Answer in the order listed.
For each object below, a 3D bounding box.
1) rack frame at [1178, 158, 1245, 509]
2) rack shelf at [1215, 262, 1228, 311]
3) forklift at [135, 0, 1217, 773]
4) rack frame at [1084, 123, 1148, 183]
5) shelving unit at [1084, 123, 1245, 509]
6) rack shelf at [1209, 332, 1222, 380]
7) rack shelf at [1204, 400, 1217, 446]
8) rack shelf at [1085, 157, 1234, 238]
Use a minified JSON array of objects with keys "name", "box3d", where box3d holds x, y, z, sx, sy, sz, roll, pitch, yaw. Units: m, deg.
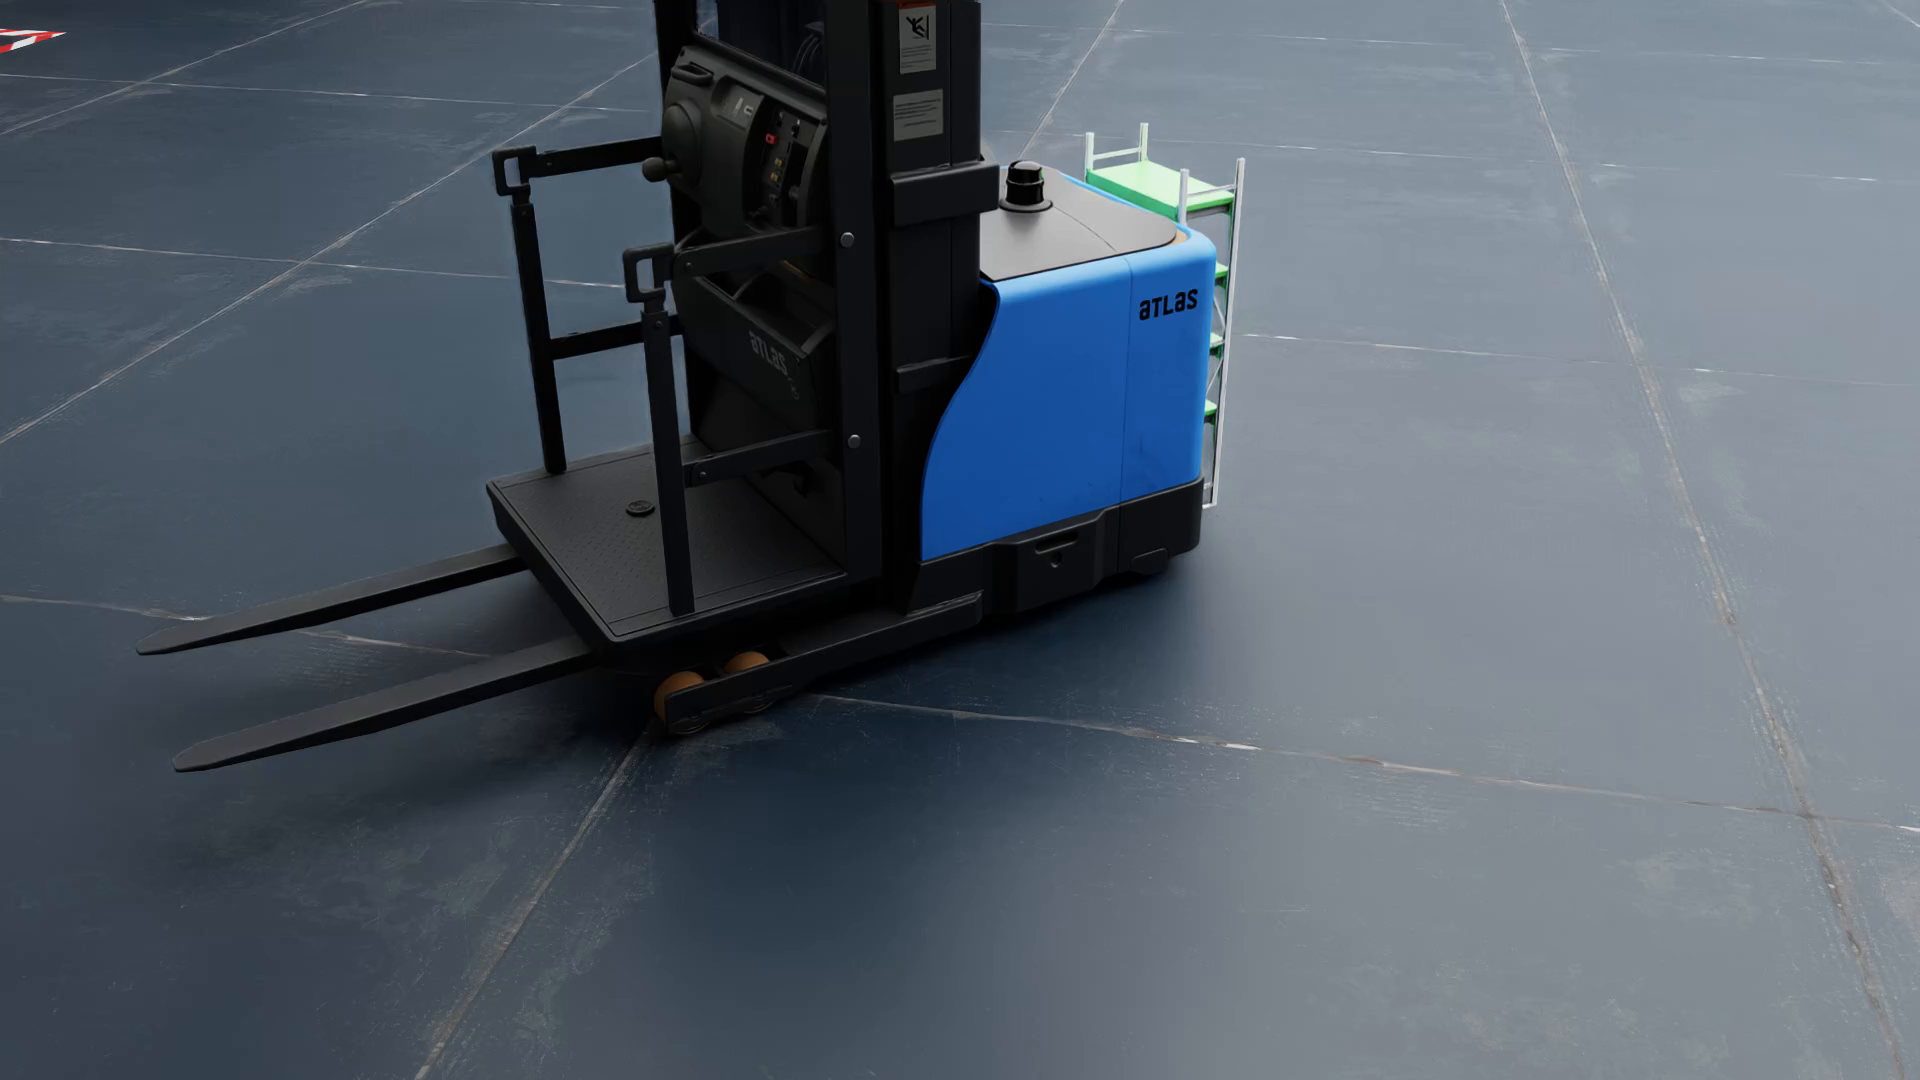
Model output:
[{"name":"rack frame","box3d":[0.770,-0.616,5.345,0.240,1.200,0.015,-17,33,-27]},{"name":"rack shelf","box3d":[0.642,-0.871,5.442,0.258,0.148,0.480,-17,33,-27]},{"name":"forklift","box3d":[-0.760,-1.049,4.332,3.031,2.935,1.130,-16,33,-27]},{"name":"rack frame","box3d":[0.513,-0.816,5.709,0.240,1.200,0.015,-17,33,-27]},{"name":"shelving unit","box3d":[0.642,-0.716,5.527,0.258,1.200,0.503,-17,33,-27]},{"name":"rack shelf","box3d":[0.642,-0.660,5.558,0.258,0.148,0.480,-17,33,-27]},{"name":"rack shelf","box3d":[0.642,-0.449,5.673,0.258,0.148,0.480,-17,33,-27]},{"name":"rack shelf","box3d":[0.642,-1.081,5.327,0.258,0.148,0.480,-17,33,-27]}]
